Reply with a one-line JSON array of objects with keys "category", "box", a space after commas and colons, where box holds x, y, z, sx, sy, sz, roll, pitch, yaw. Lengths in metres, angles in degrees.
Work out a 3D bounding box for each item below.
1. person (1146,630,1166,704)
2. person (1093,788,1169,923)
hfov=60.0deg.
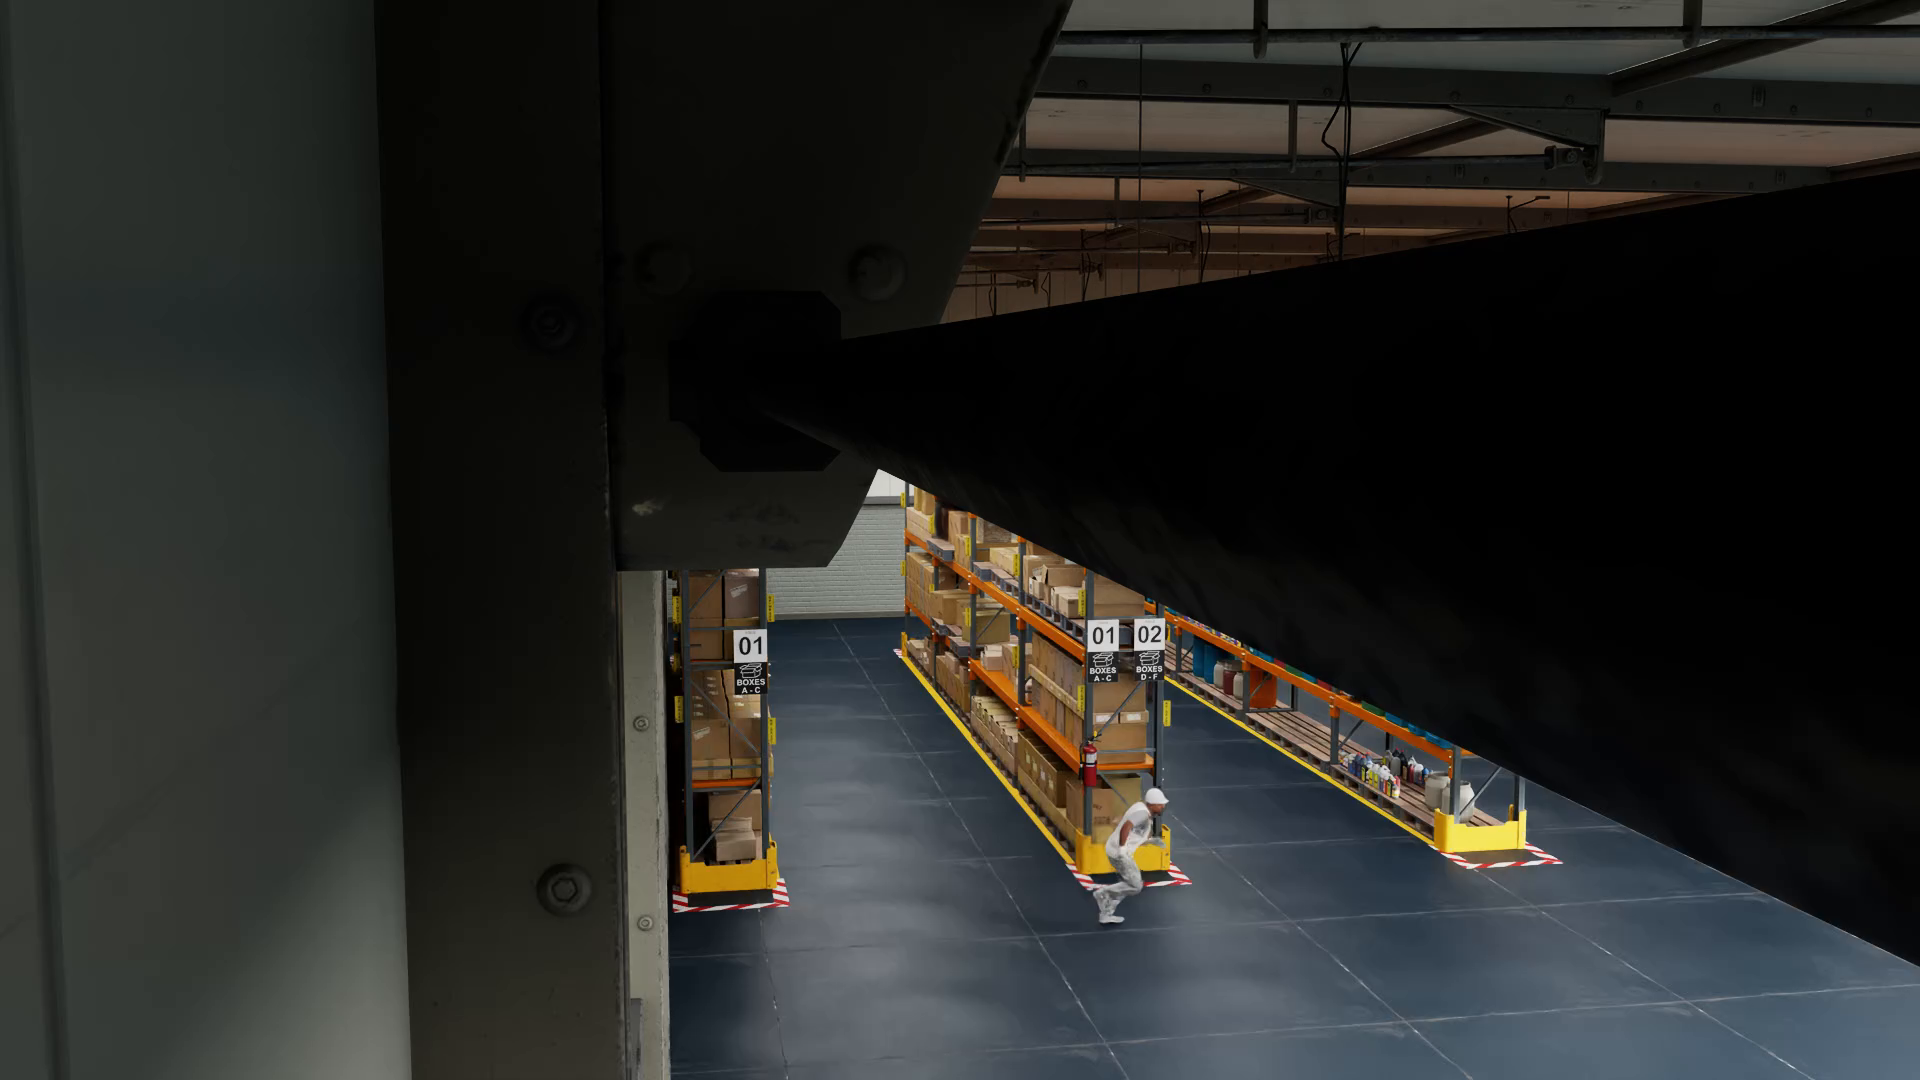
[{"category": "person", "box": [3.559, 2.286, 31.528, 0.704, 1.665, 0.986, -1, 6, -8]}, {"category": "person", "box": [1.959, 3.598, 18.838, 0.793, 1.582, 0.713, 0, 6, 5]}]
